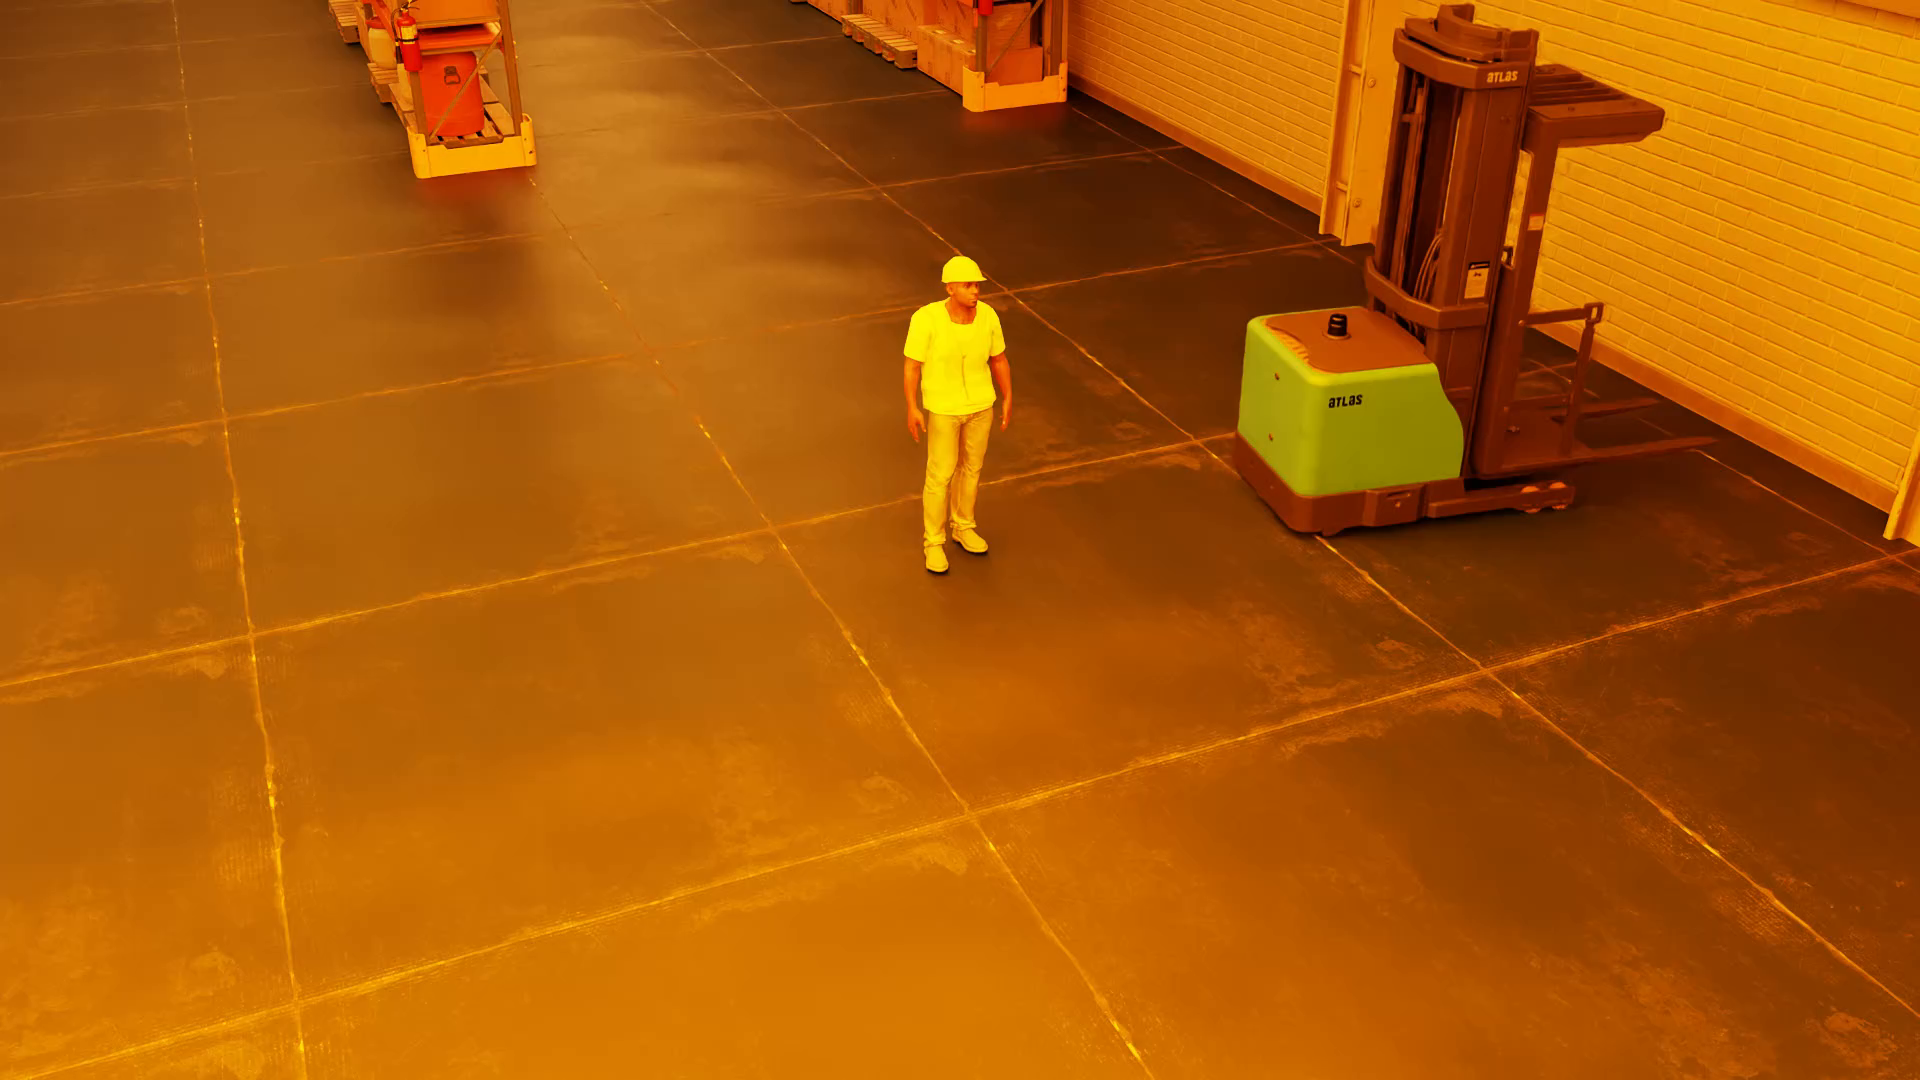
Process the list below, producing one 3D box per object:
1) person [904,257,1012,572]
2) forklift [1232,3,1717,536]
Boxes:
[{"bbox_3d":[0.024,-0.740,9.573,0.666,1.768,0.575,-12,32,-20],"label":"person"},{"bbox_3d":[3.344,-1.686,10.068,3.031,2.935,1.130,-7,31,-13],"label":"forklift"}]
